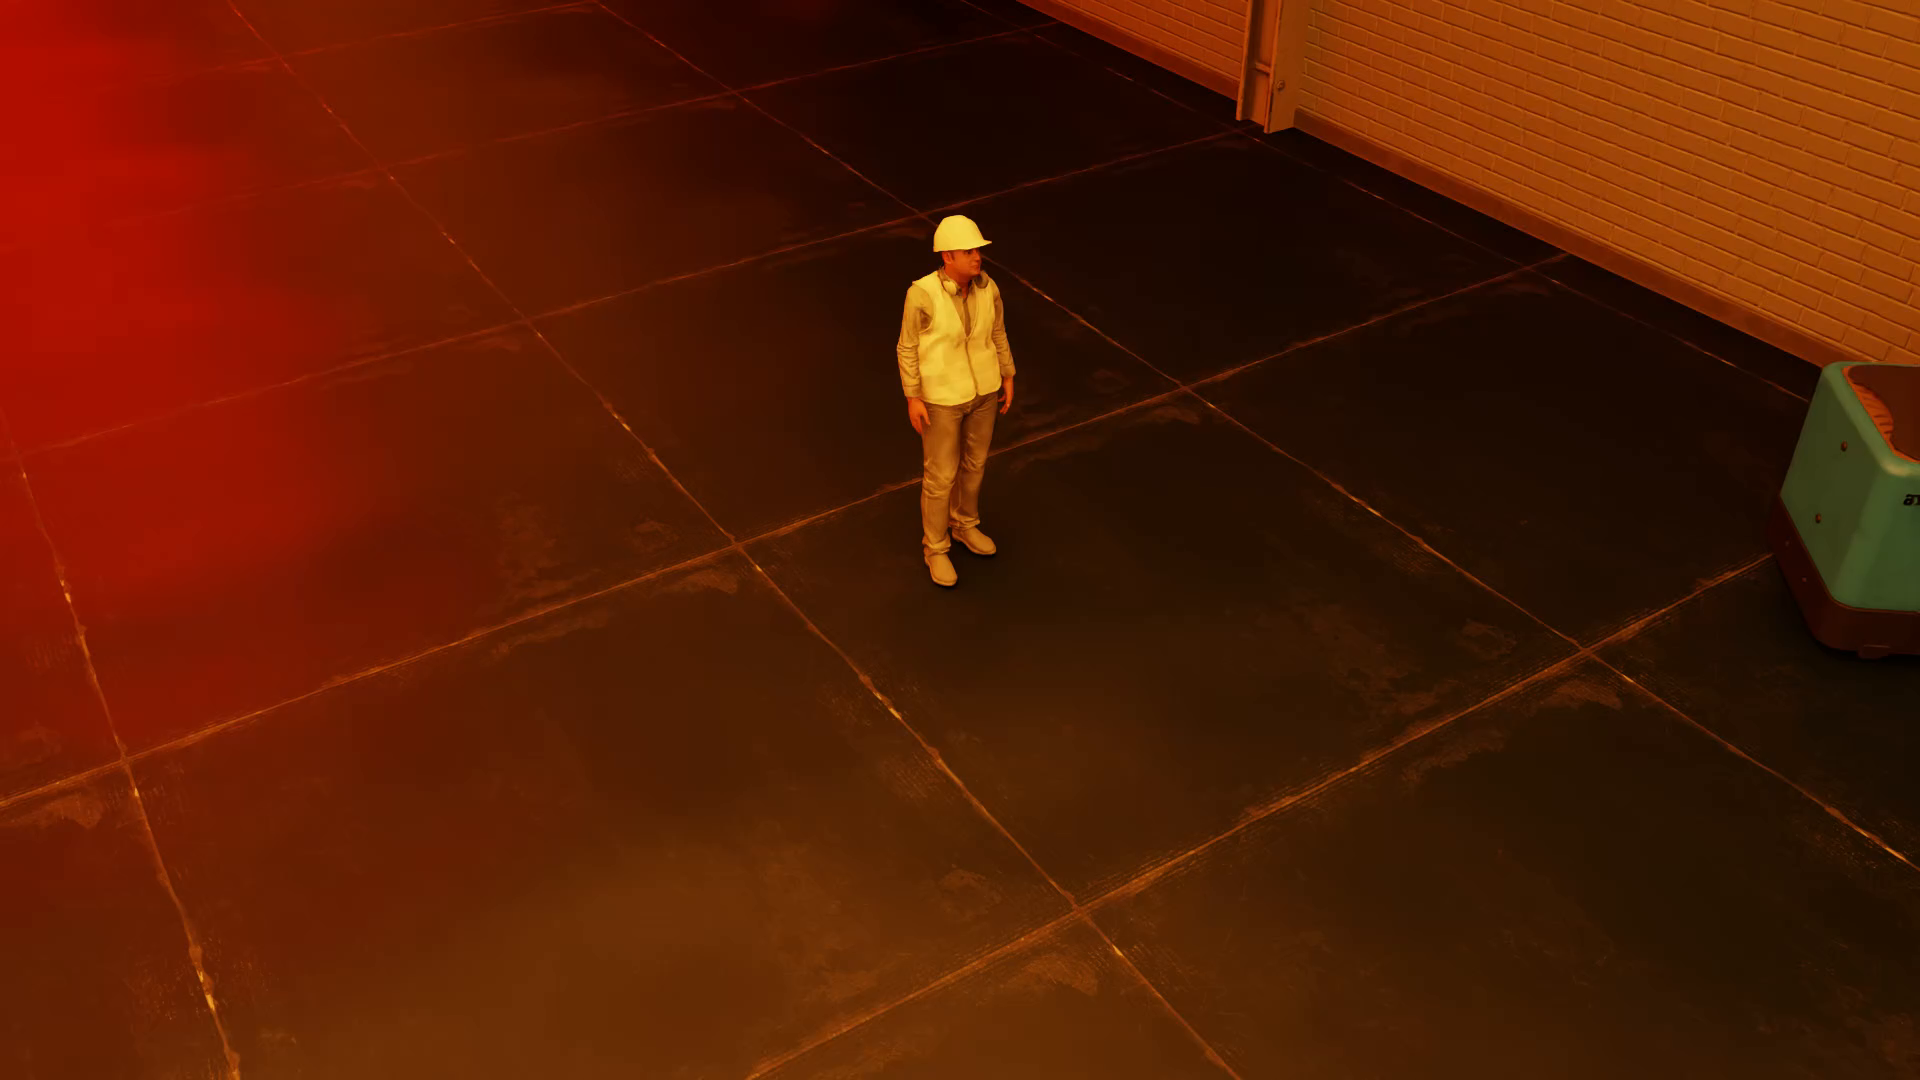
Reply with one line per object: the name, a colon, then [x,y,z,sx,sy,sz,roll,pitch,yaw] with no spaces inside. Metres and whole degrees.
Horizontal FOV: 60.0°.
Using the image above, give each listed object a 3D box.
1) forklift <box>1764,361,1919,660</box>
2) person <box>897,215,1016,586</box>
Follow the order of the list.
forklift: [5.619,-0.823,7.318,3.031,2.935,1.130,4,35,6]
person: [0.027,-0.700,8.137,0.632,1.773,0.568,-21,40,-27]
